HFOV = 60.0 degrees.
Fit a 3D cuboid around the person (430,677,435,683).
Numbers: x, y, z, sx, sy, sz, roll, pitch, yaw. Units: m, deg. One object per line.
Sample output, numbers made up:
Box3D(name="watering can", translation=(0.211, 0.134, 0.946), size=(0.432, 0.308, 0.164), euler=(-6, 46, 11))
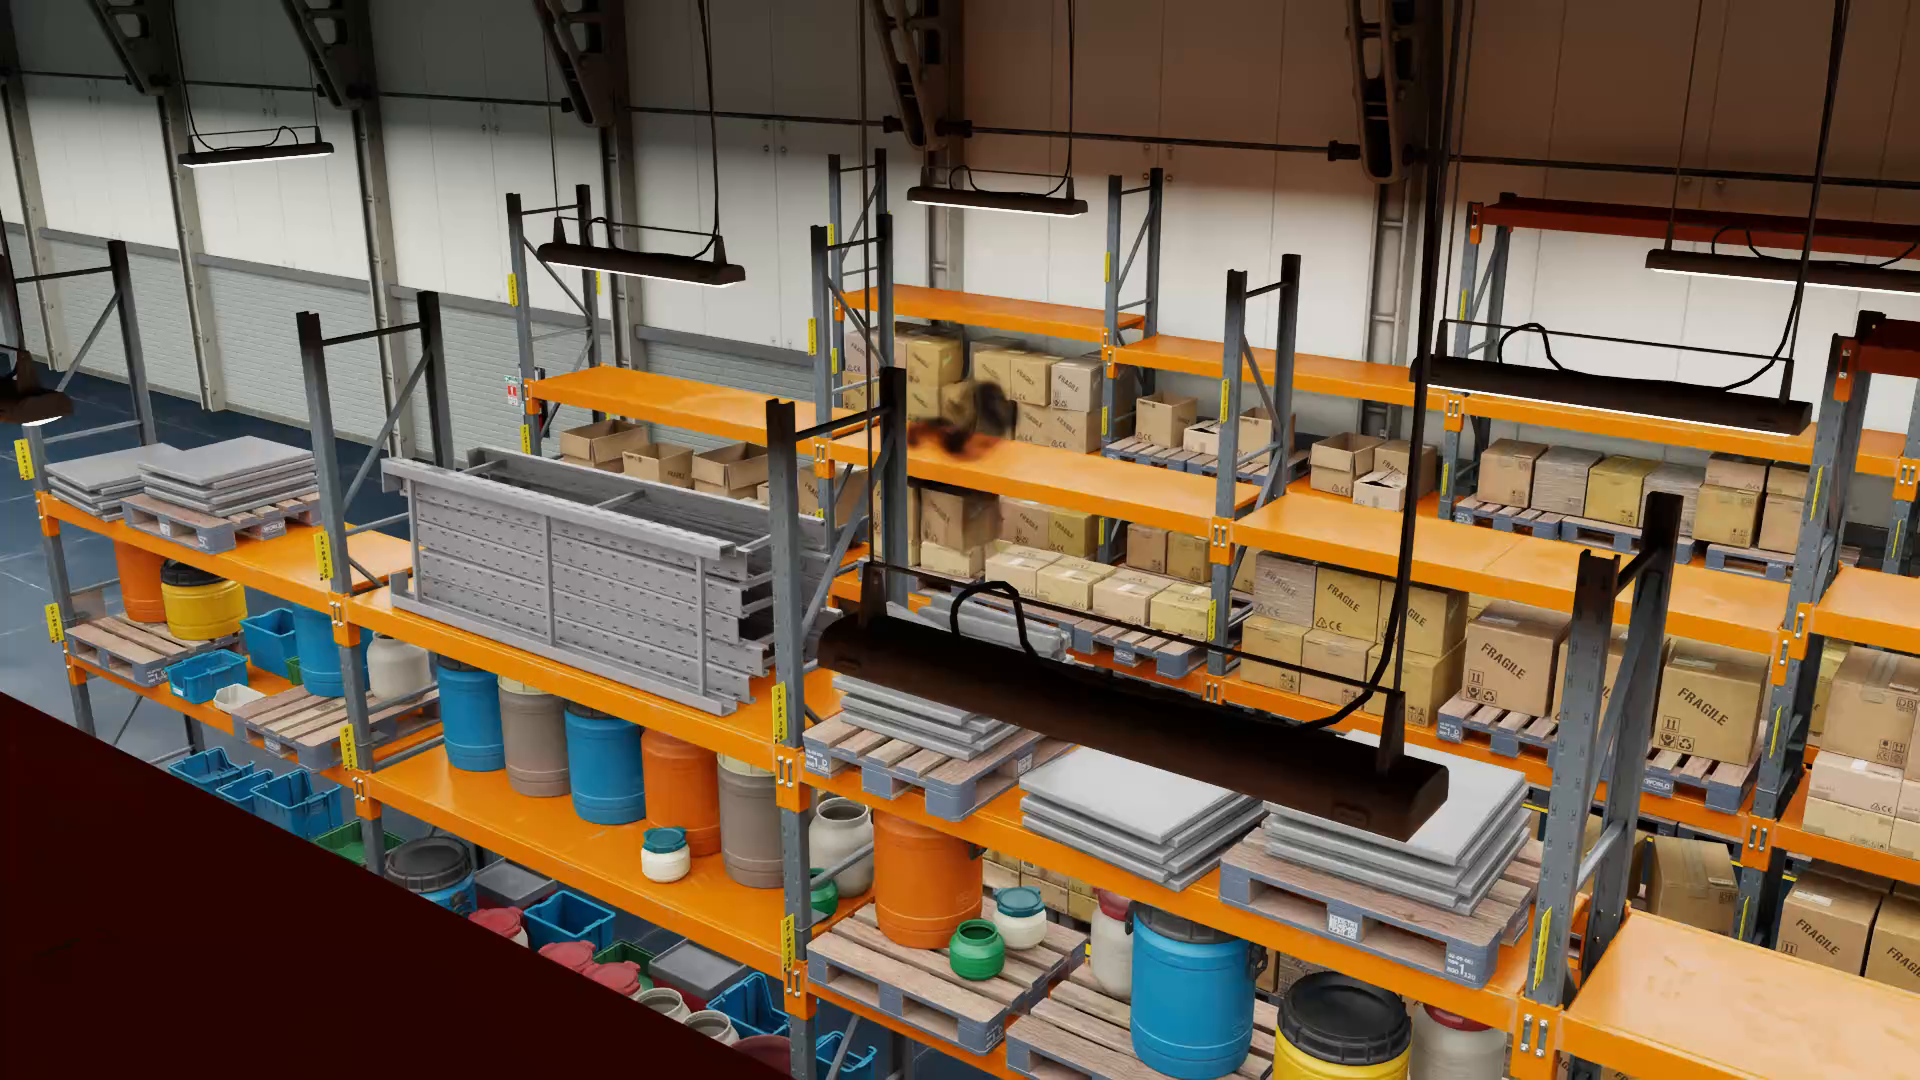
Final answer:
Box3D(name="person", translation=(-6.421, 1.162, 18.845), size=(0.897, 1.801, 0.694), euler=(-6, 19, -18))
